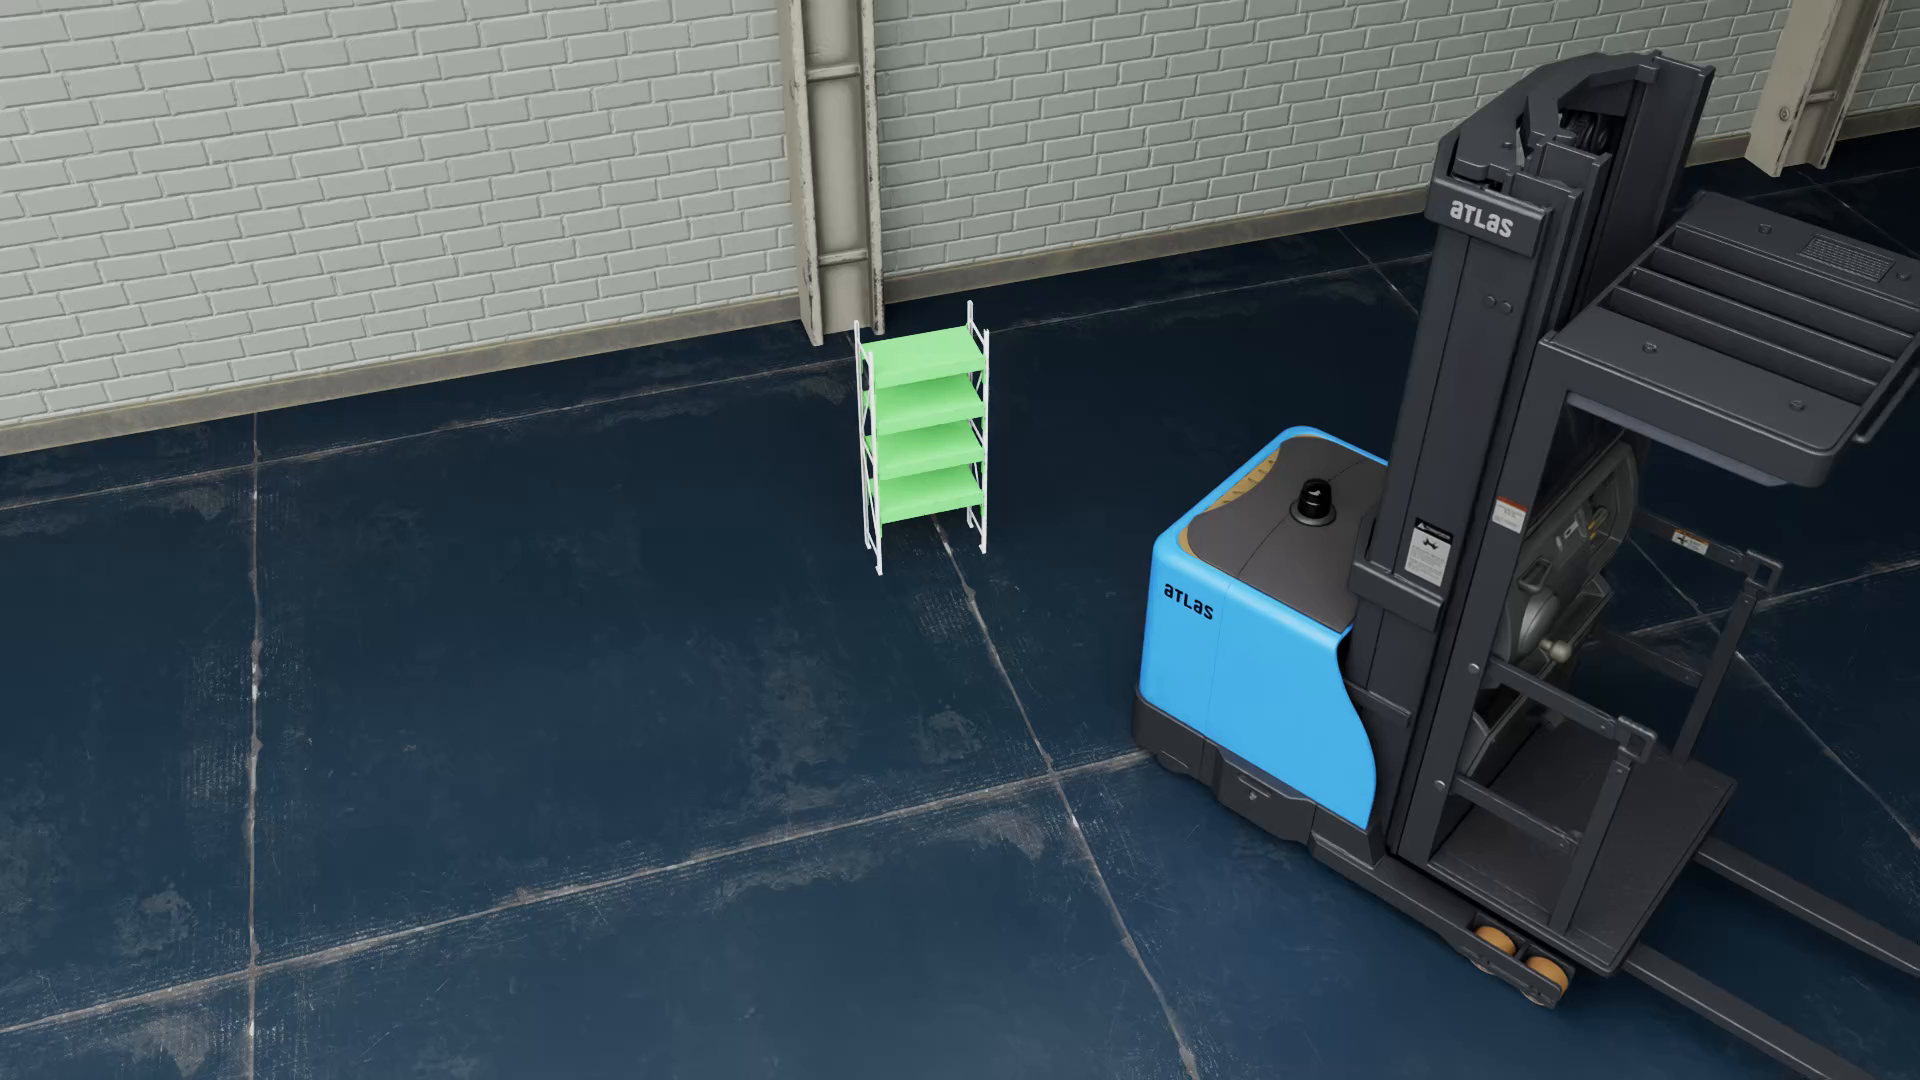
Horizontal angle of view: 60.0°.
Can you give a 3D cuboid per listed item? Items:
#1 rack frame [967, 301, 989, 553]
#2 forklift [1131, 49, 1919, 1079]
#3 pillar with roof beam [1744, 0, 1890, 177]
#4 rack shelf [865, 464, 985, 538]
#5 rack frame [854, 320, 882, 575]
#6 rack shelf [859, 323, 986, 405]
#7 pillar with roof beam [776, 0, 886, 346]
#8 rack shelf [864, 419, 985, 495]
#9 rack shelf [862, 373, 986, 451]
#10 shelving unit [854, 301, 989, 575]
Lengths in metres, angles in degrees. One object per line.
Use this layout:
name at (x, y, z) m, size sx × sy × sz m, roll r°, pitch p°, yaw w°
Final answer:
rack frame at (0.075, -0.467, 7.223) m, size 0.015 × 1.200 × 0.240 m, roll -12°, pitch 42°, yaw -13°
forklift at (2.124, 0.108, 5.248) m, size 3.031 × 2.935 × 1.130 m, roll 30°, pitch 49°, yaw 30°
pillar with roof beam at (6.385, -3.031, 4.229) m, size 0.400 × 9.000 × 9.100 m, roll -12°, pitch 42°, yaw -13°
rack shelf at (-0.158, -0.190, 7.367) m, size 0.480 × 0.148 × 0.258 m, roll -12°, pitch 42°, yaw -13°
rack frame at (-0.391, -0.371, 7.112) m, size 0.015 × 1.200 × 0.240 m, roll -12°, pitch 42°, yaw -13°
rack shelf at (-0.158, -0.732, 6.894) m, size 0.480 × 0.148 × 0.258 m, roll -12°, pitch 42°, yaw -13°
pillar with roof beam at (0.662, -1.845, 2.872) m, size 0.400 × 9.000 × 9.100 m, roll -12°, pitch 42°, yaw -13°
rack shelf at (-0.158, -0.371, 7.209) m, size 0.480 × 0.148 × 0.258 m, roll -12°, pitch 42°, yaw -13°
rack shelf at (-0.158, -0.552, 7.051) m, size 0.480 × 0.148 × 0.258 m, roll -12°, pitch 42°, yaw -13°
shelving unit at (-0.158, -0.419, 7.167) m, size 0.503 × 1.200 × 0.258 m, roll -12°, pitch 42°, yaw -13°
